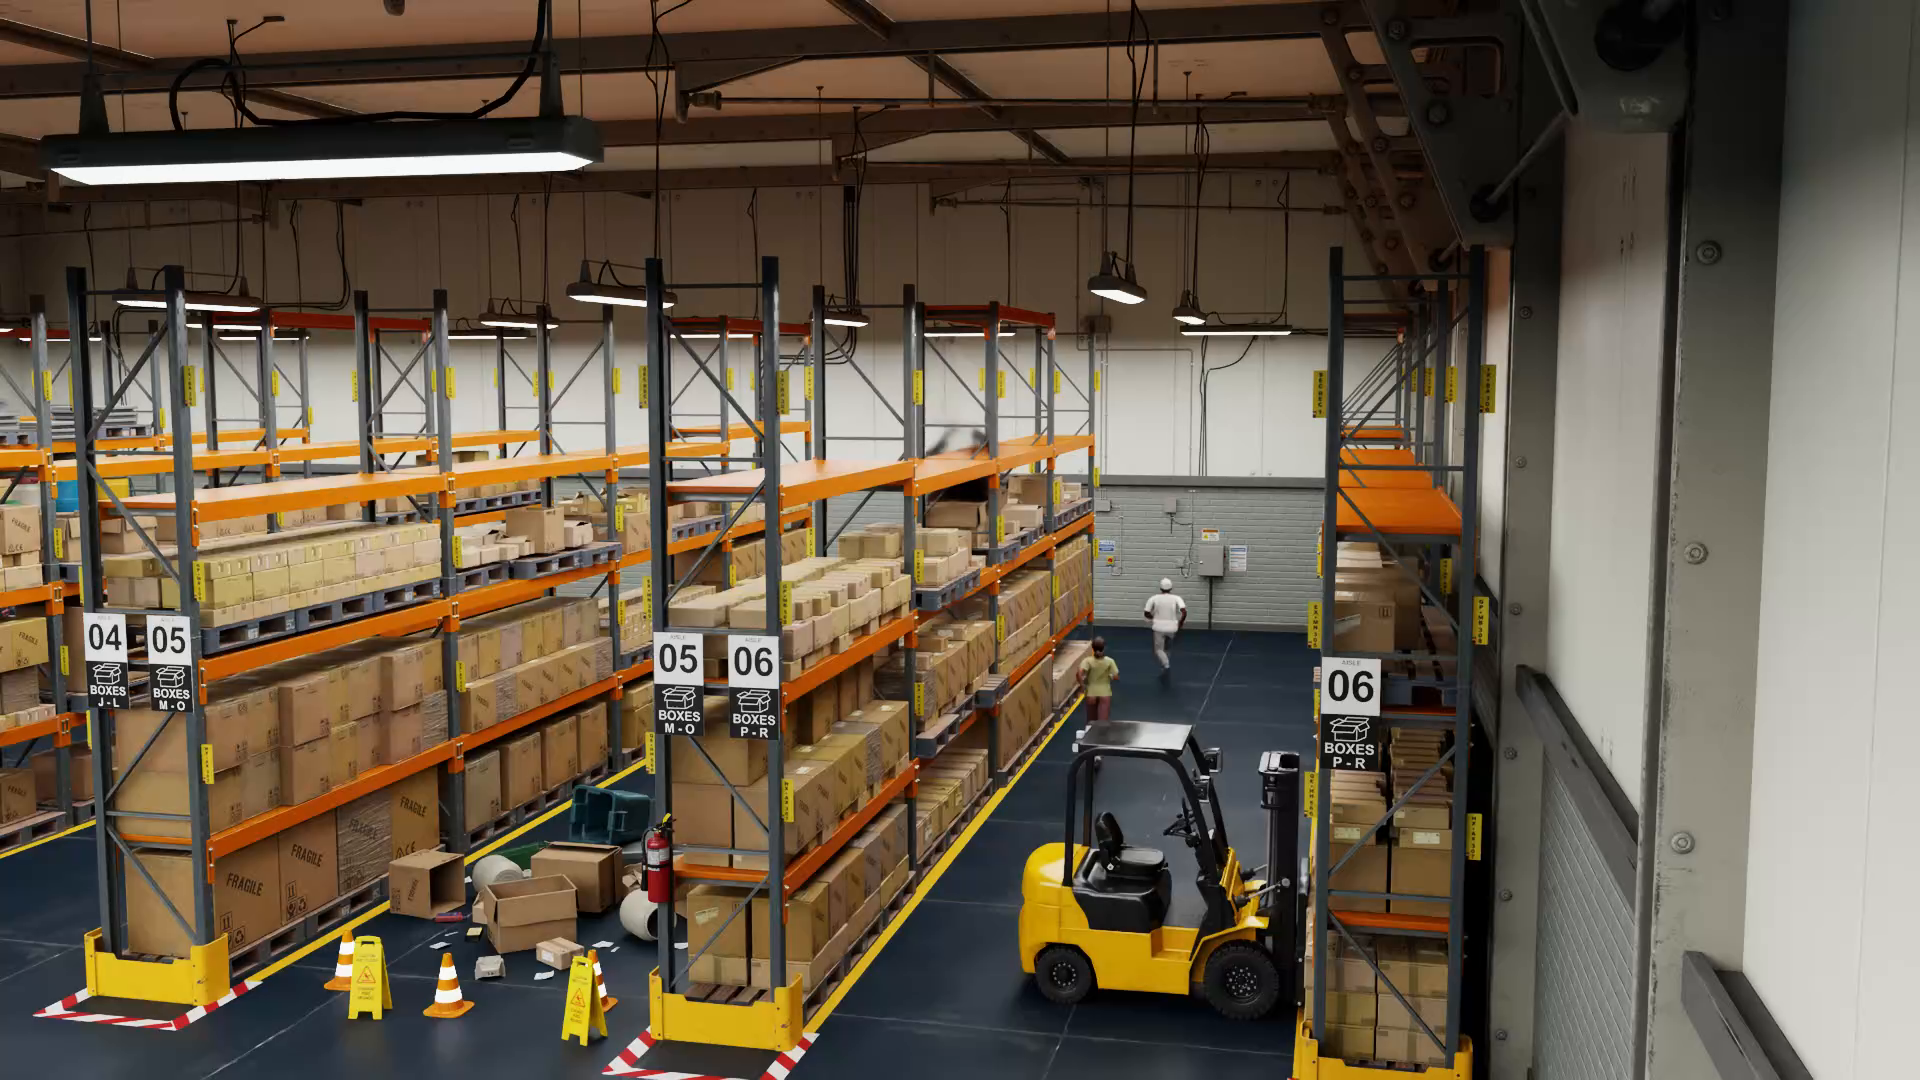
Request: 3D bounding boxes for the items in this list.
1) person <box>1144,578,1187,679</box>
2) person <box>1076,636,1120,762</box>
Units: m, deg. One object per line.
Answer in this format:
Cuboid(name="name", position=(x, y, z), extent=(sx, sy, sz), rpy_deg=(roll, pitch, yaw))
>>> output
Cuboid(name="person", position=(3.382, 1.522, 27.554), extent=(0.666, 1.775, 1.141), rpy_deg=(0, 6, -4))
Cuboid(name="person", position=(1.813, 2.116, 21.855), extent=(0.562, 1.714, 0.728), rpy_deg=(1, 6, 9))
